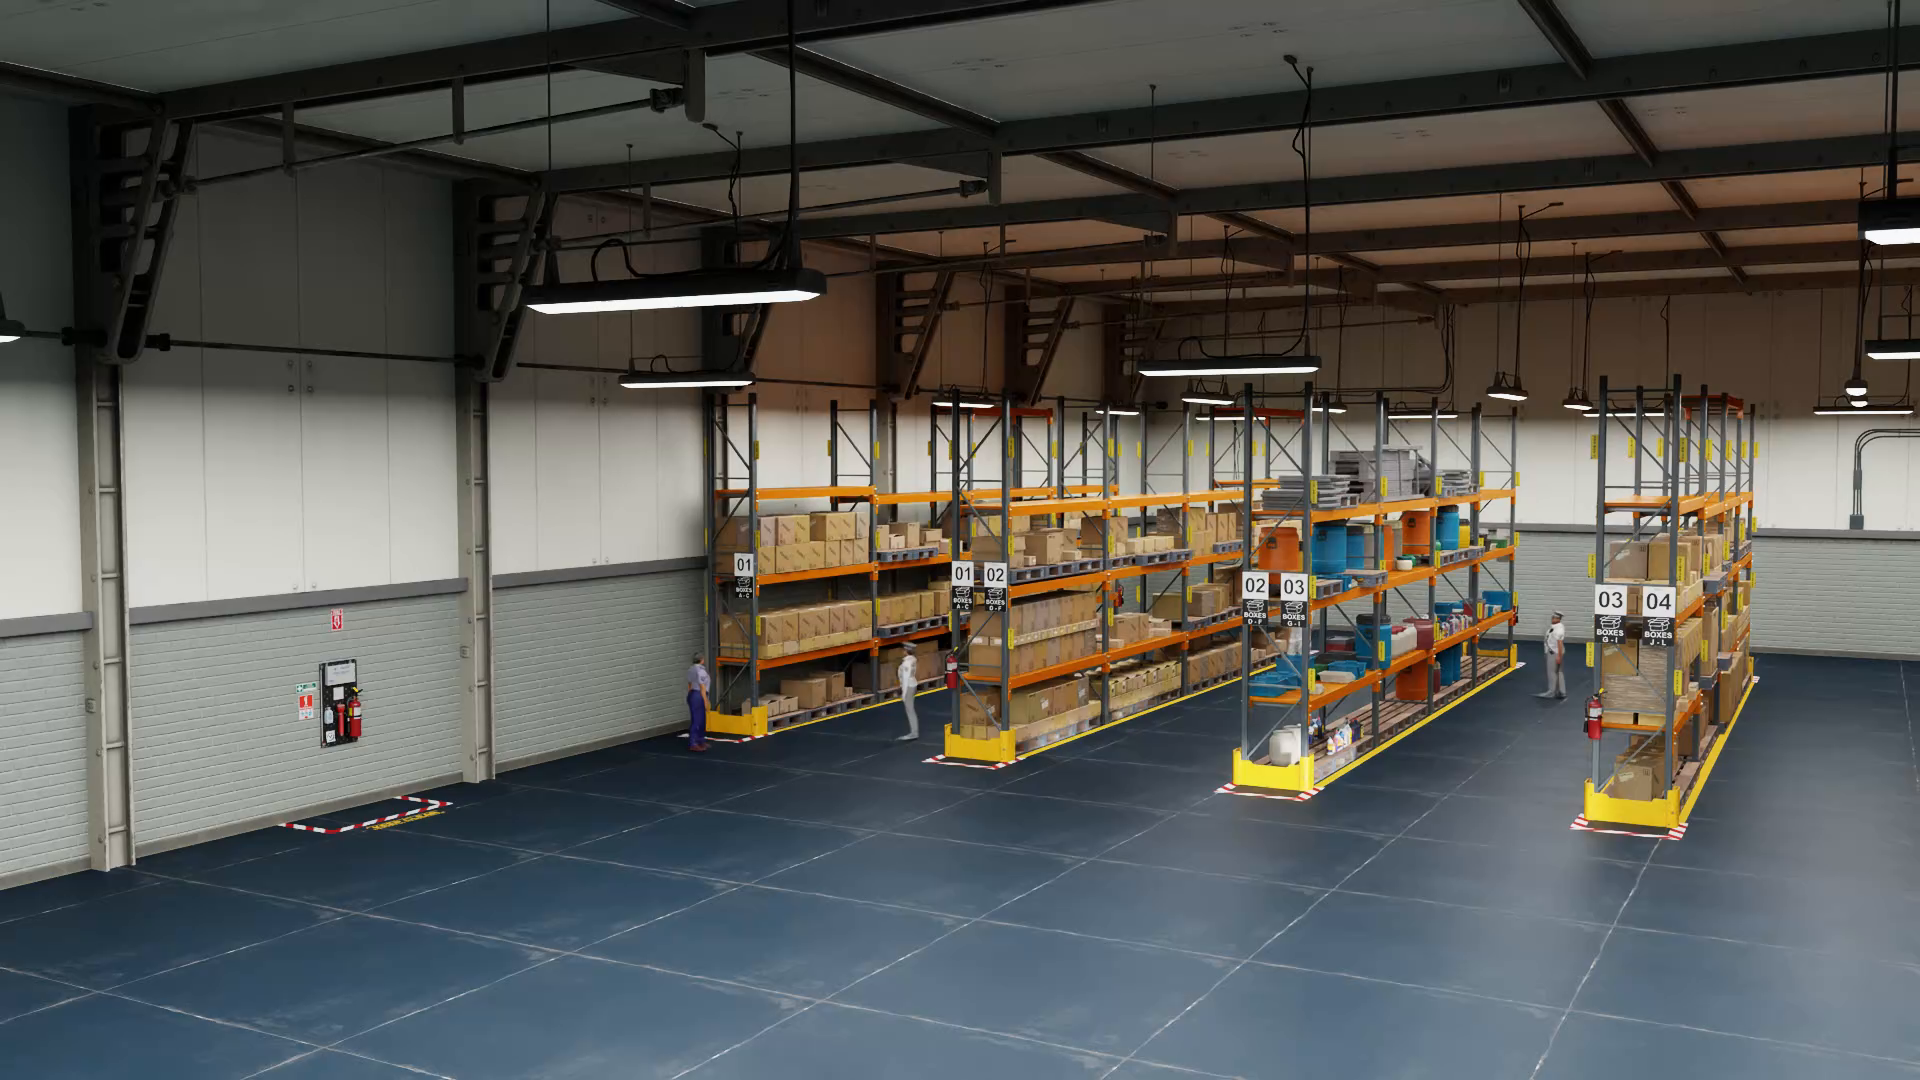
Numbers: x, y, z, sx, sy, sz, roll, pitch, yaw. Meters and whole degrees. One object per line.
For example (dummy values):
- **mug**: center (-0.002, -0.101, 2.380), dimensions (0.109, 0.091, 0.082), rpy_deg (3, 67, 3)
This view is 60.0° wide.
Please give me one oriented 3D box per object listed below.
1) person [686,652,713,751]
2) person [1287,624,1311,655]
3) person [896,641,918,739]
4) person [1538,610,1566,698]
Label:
- **person**: center (-4.325, 2.692, 27.786), dimensions (0.480, 1.662, 0.588), rpy_deg (-1, 3, -19)
- **person**: center (7.141, 2.229, 35.109), dimensions (0.555, 1.801, 0.643), rpy_deg (2, 3, 27)
- **person**: center (-0.903, 2.616, 28.790), dimensions (0.378, 1.719, 0.575), rpy_deg (0, 3, 8)
- **person**: center (12.014, 2.298, 33.667), dimensions (0.502, 1.768, 0.535), rpy_deg (2, 4, 29)
